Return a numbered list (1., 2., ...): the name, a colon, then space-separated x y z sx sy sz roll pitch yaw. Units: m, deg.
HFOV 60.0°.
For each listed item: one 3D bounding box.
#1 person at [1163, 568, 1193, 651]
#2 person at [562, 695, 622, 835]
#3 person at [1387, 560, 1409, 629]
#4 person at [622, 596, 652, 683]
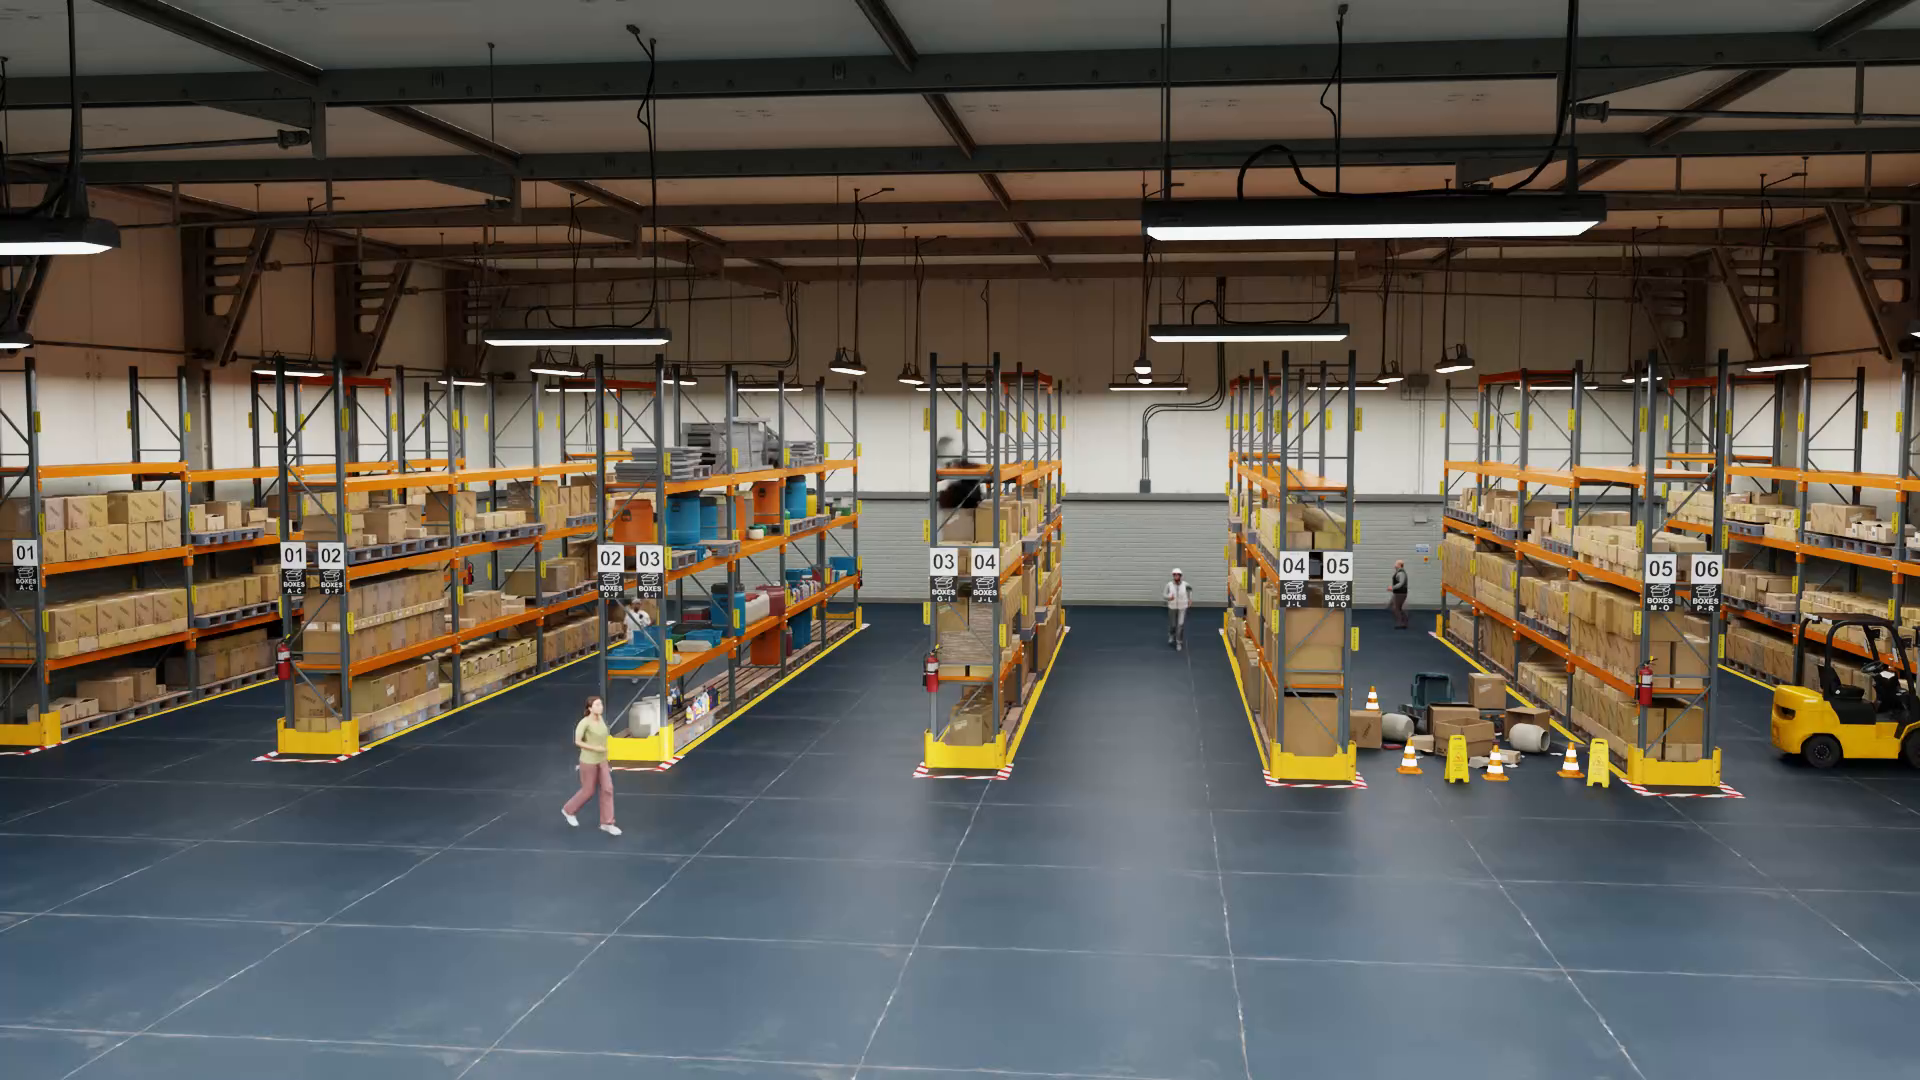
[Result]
1. person: 4.827 1.512 36.850 0.668 1.787 0.903 1 4 9
2. person: -4.498 2.730 20.320 0.848 1.688 0.598 2 5 28
3. person: 10.614 1.315 40.258 0.570 1.690 0.673 1 4 9
4. person: -6.244 1.905 32.083 0.580 1.655 0.668 0 4 0
